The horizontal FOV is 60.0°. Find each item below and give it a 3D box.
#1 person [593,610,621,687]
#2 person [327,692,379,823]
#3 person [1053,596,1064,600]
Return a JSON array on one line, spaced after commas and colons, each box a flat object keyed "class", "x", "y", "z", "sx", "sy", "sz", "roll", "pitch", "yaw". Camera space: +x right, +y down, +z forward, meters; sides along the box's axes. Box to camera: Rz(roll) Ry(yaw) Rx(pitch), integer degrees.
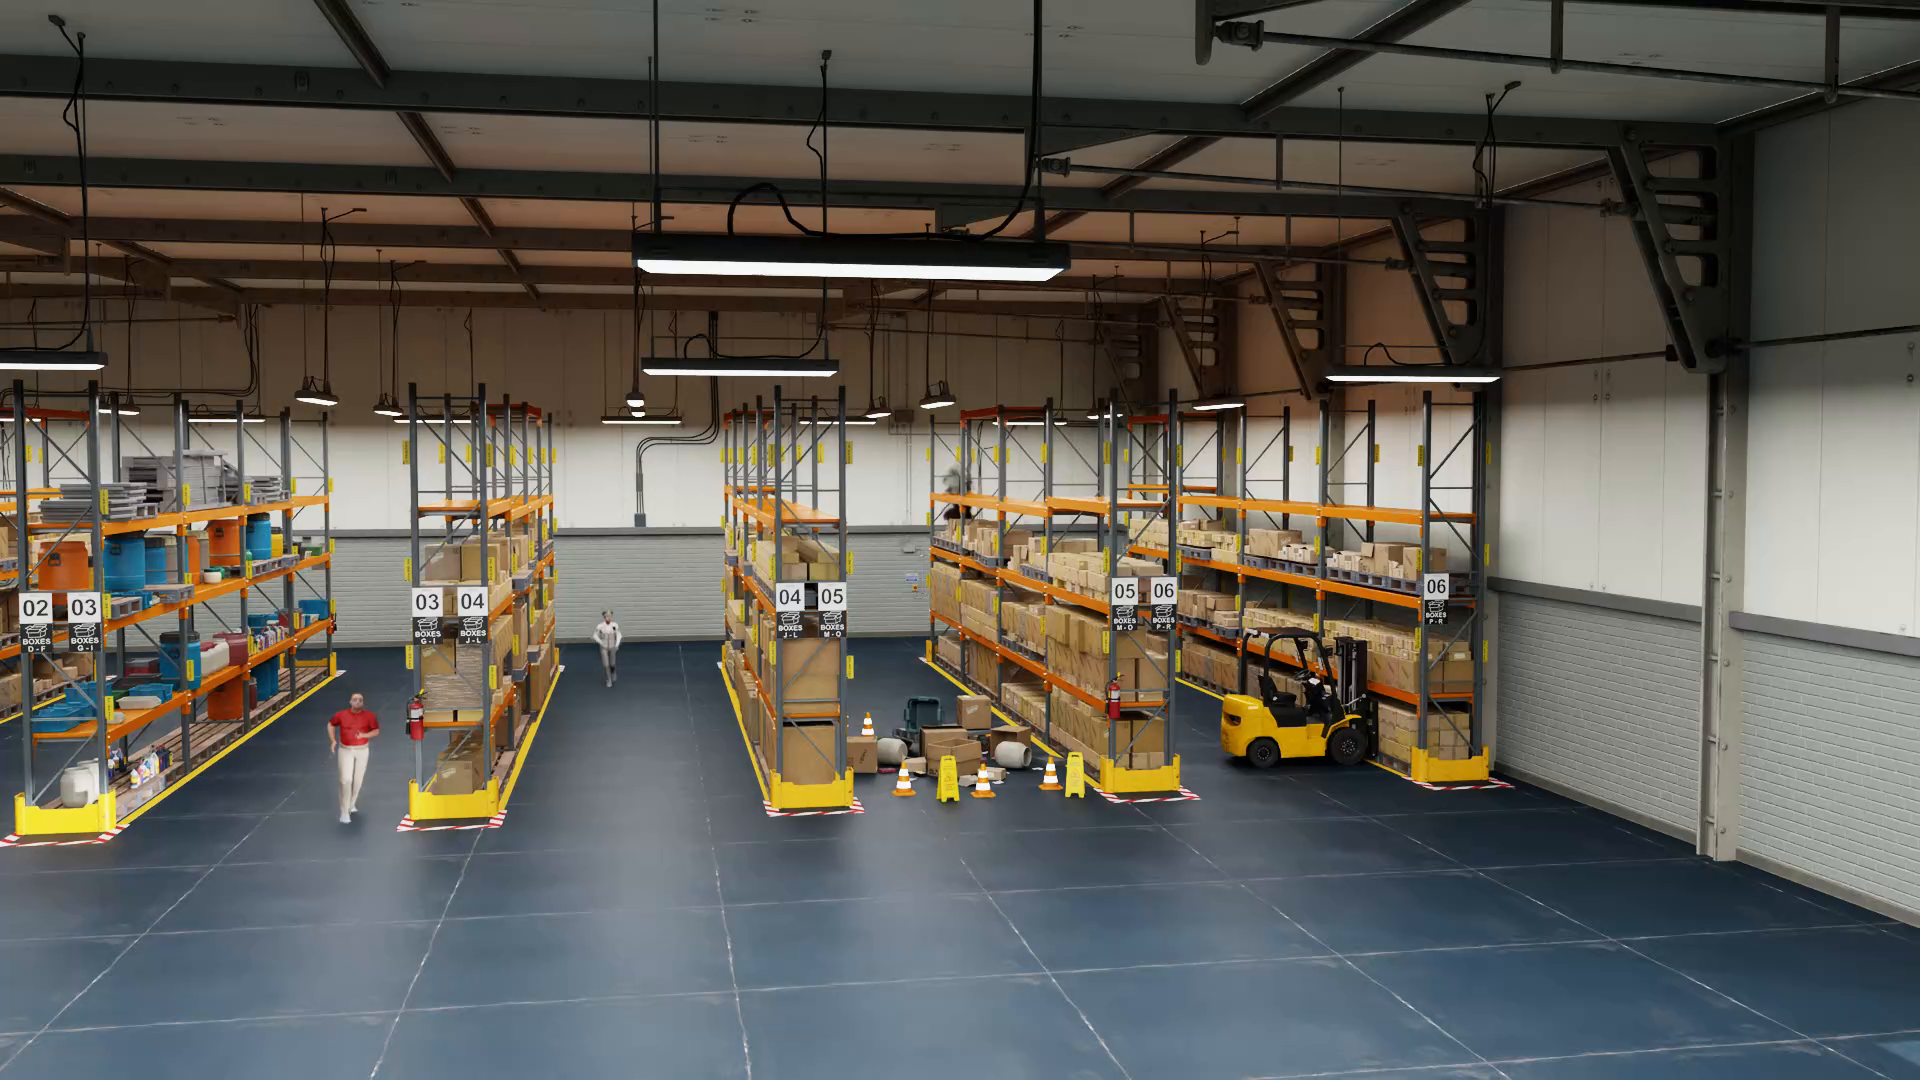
[{"class": "person", "x": -7.652, "y": 2.351, "z": 36.111, "sx": 0.609, "sy": 1.670, "sz": 0.548, "roll": -1, "pitch": 3, "yaw": -17}, {"class": "person", "x": -8.377, "y": 2.994, "z": 23.020, "sx": 0.640, "sy": 1.775, "sz": 0.717, "roll": -2, "pitch": 3, "yaw": -29}, {"class": "person", "x": 2.074, "y": 1.887, "z": 38.481, "sx": 0.641, "sy": 1.827, "sz": 0.682, "roll": -1, "pitch": 3, "yaw": -24}]
